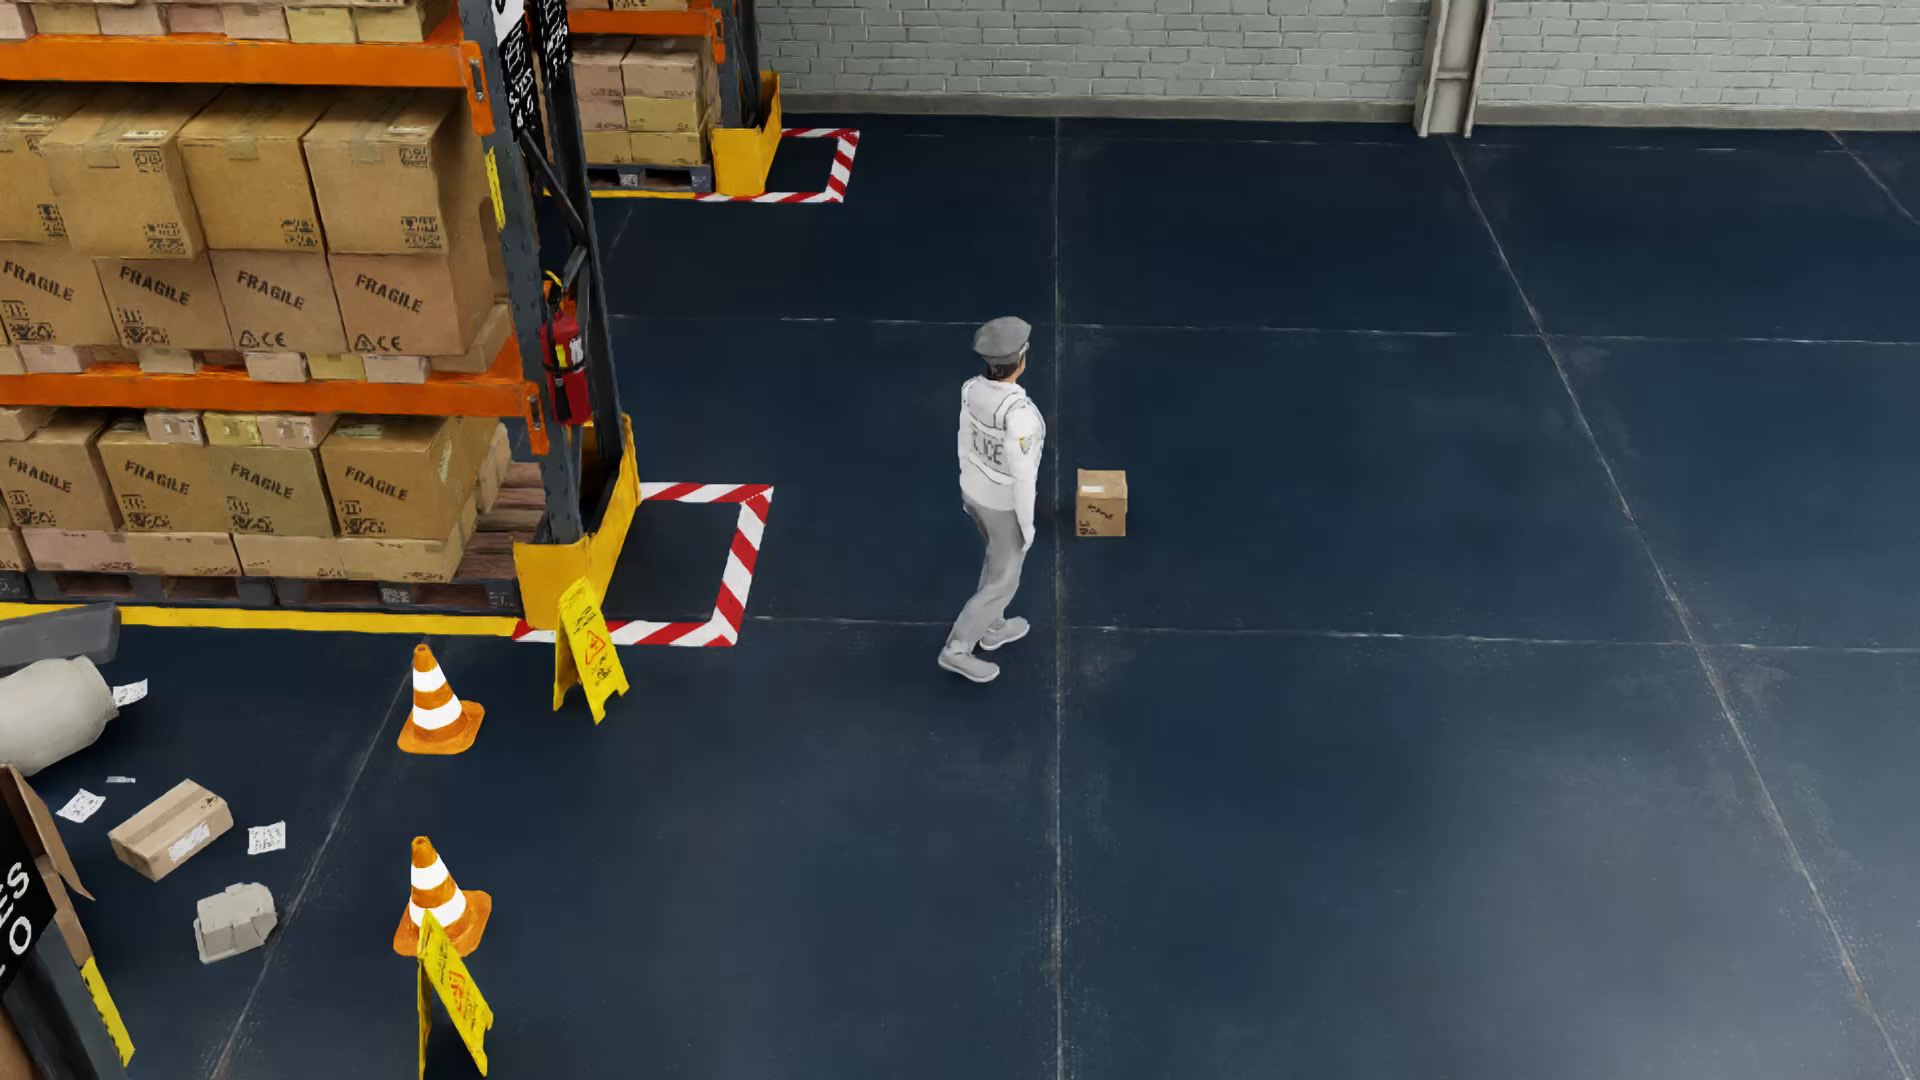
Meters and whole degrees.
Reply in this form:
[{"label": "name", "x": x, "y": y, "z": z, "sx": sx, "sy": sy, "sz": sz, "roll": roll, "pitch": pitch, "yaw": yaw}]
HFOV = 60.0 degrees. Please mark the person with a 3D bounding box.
[{"label": "person", "x": 0.106, "y": -0.154, "z": 7.317, "sx": 0.561, "sy": 1.667, "sz": 0.509, "roll": -19, "pitch": 40, "yaw": -24}]
